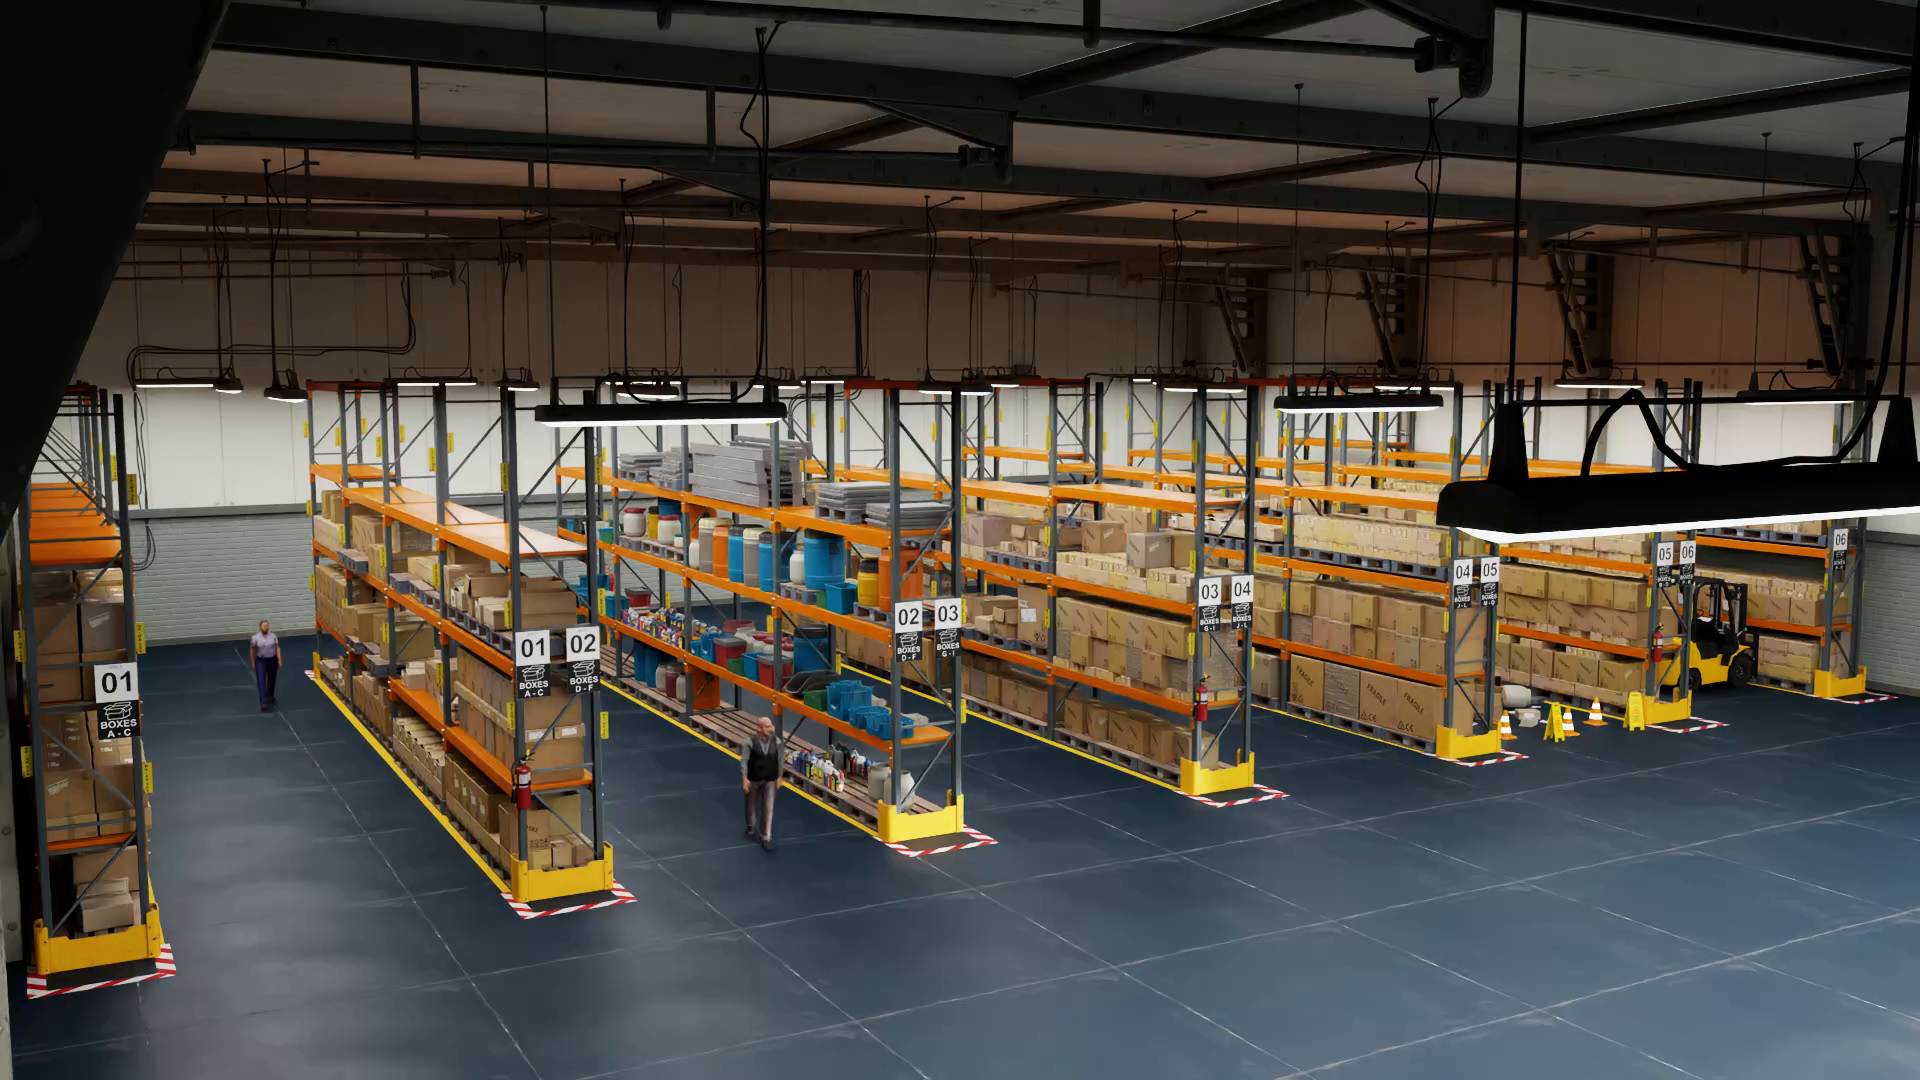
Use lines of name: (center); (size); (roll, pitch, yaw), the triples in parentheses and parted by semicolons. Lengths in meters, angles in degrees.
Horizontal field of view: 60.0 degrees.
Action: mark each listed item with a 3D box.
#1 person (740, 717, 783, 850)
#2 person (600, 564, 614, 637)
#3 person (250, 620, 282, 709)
person: (-2.594, 3.174, 21.894); (0.612, 1.685, 0.936); (-2, 6, -20)
person: (-8.175, 1.379, 38.533); (0.590, 1.656, 1.062); (-5, 8, -38)
person: (-12.787, 2.263, 30.639); (0.524, 1.581, 1.029); (-3, 7, -27)
